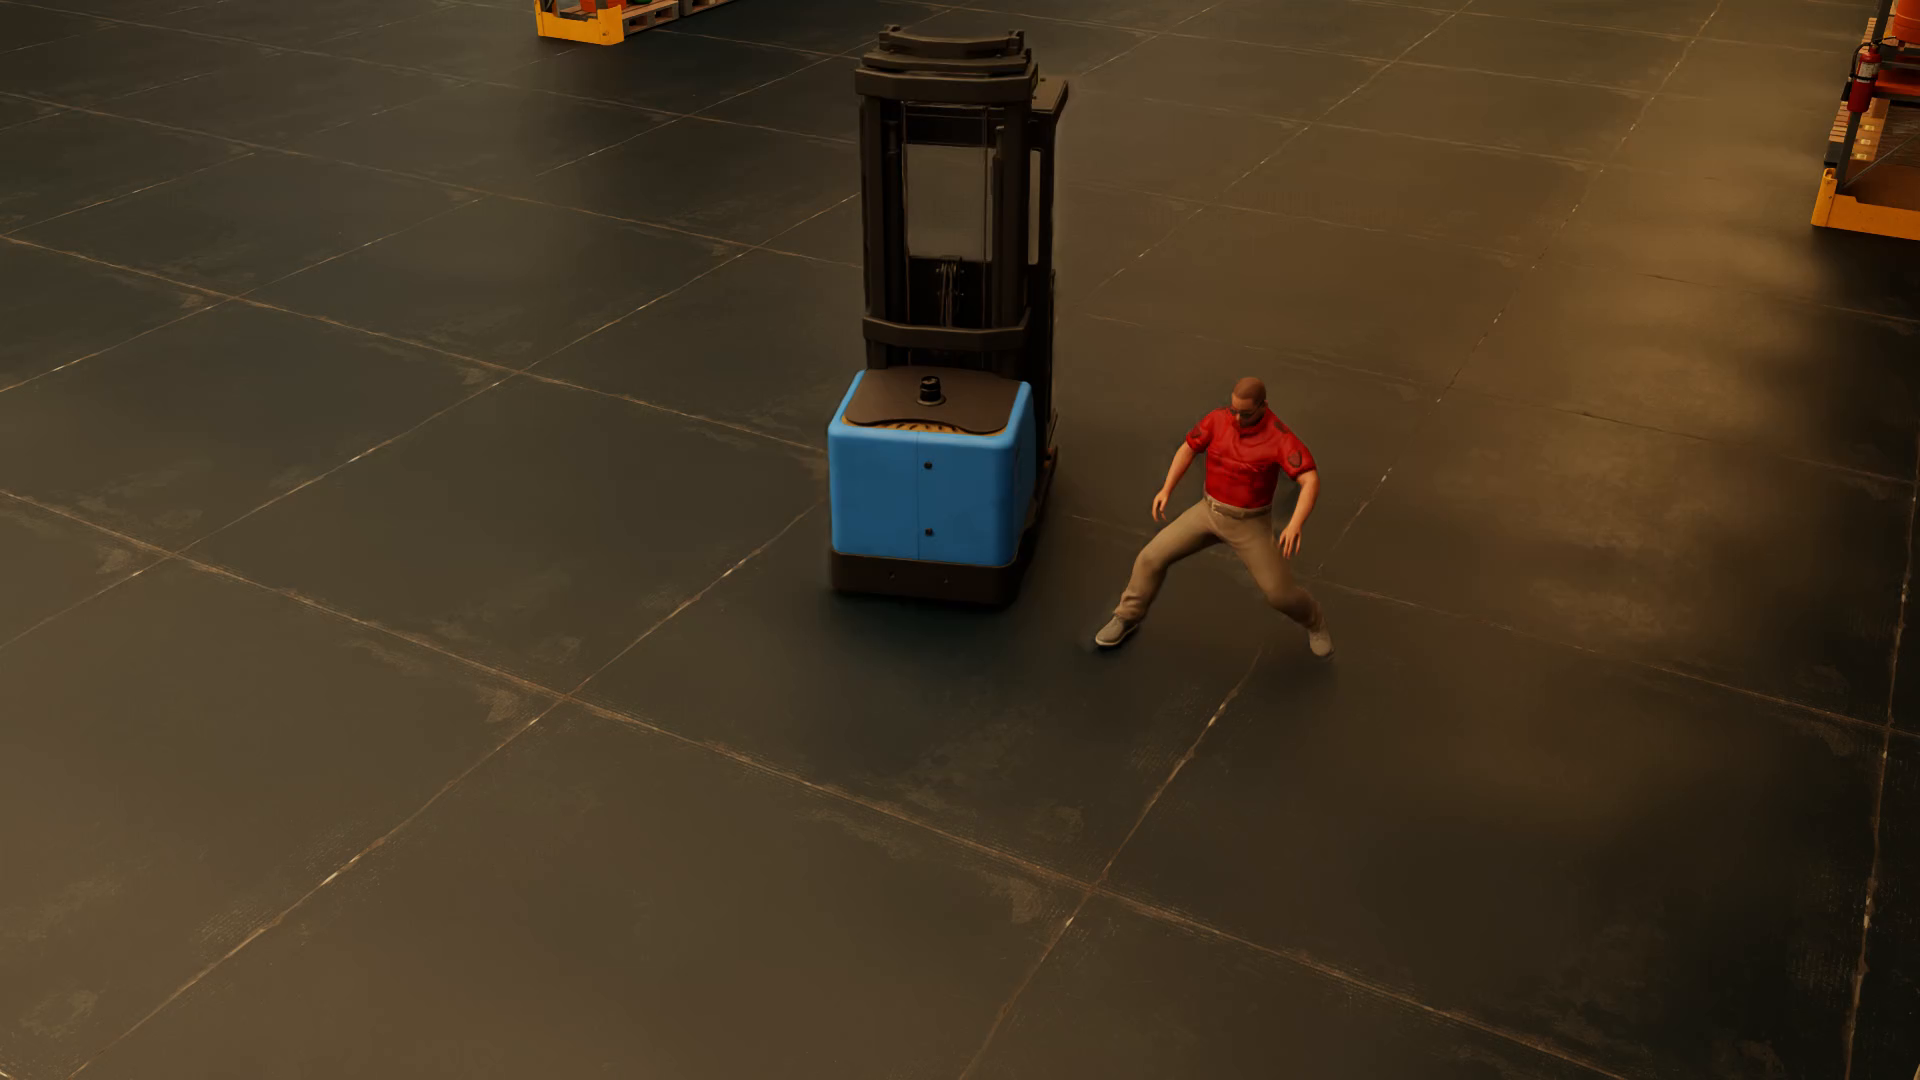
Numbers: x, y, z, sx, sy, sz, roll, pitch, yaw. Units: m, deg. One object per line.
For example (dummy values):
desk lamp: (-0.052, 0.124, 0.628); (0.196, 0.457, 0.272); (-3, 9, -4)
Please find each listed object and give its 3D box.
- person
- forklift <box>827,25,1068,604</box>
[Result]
person: (1.408, -0.093, 8.657); (1.043, 1.576, 0.979); (23, 37, 34)
forklift: (0.025, -1.631, 9.896); (1.130, 2.935, 3.031); (5, 30, 8)
